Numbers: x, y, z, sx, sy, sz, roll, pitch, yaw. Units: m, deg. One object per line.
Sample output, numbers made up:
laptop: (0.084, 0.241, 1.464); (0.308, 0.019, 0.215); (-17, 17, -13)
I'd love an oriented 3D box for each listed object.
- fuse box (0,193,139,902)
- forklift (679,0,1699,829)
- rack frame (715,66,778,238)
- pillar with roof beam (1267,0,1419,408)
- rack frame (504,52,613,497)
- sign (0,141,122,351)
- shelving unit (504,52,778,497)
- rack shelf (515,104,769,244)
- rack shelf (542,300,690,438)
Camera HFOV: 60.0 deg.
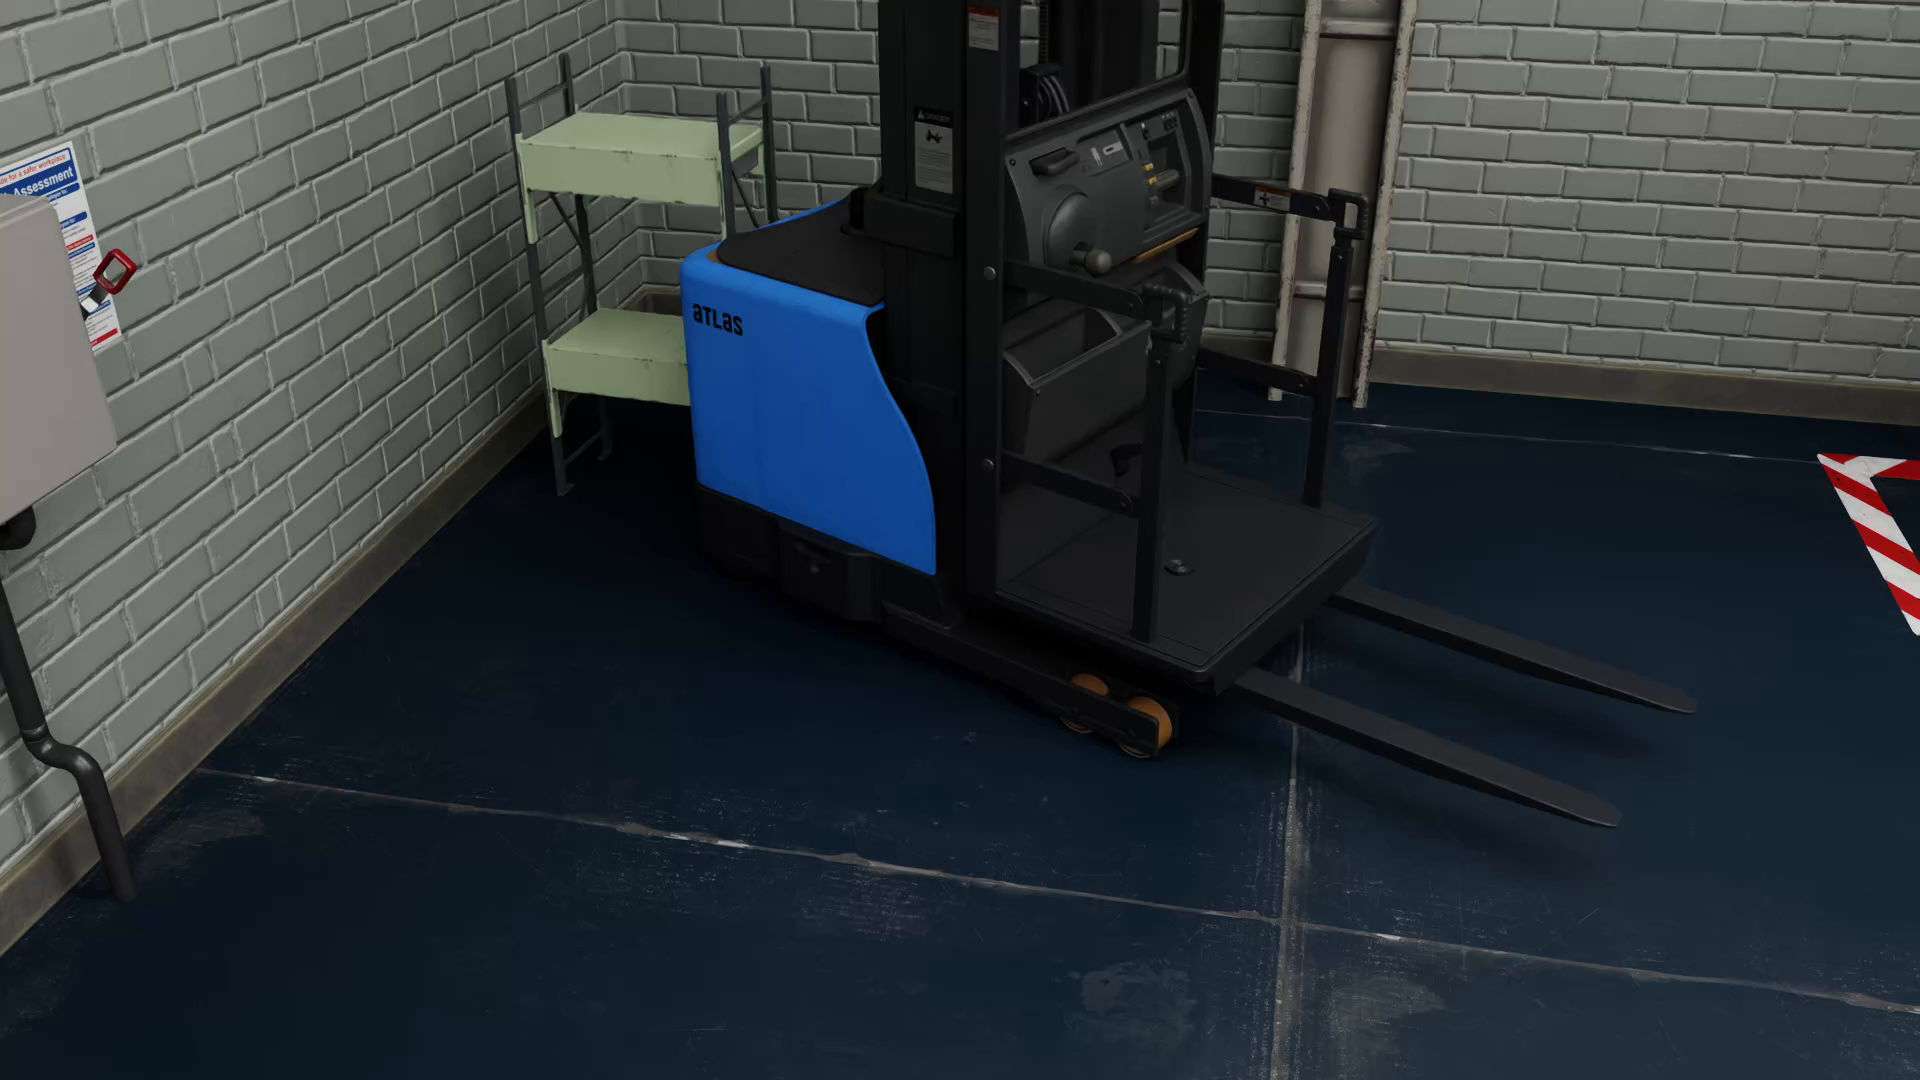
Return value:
fuse box: (-2.042, 0.122, 3.745); (0.414, 1.711, 0.539); (6, 29, 11)
forklift: (0.591, -0.967, 4.465); (3.031, 2.935, 1.130); (20, 35, 32)
rack frame: (-0.691, -0.812, 5.671); (0.023, 1.500, 0.400); (8, 30, 14)
pillar with roof beam: (0.582, -2.551, 1.039); (0.400, 9.000, 9.100); (6, 29, 11)
rack frame: (-1.395, -0.909, 5.849); (0.023, 1.500, 0.400); (8, 30, 14)
sign: (-2.141, -0.654, 3.920); (0.001, 0.494, 0.329); (6, 29, 11)
shelving unit: (-1.043, -0.861, 5.760); (0.755, 1.500, 0.431); (8, 30, 14)
rack shelf: (-1.043, -1.203, 5.573); (0.720, 0.370, 0.431); (8, 30, 14)
rack shelf: (-1.043, -0.575, 5.917); (0.720, 0.370, 0.431); (8, 30, 14)
